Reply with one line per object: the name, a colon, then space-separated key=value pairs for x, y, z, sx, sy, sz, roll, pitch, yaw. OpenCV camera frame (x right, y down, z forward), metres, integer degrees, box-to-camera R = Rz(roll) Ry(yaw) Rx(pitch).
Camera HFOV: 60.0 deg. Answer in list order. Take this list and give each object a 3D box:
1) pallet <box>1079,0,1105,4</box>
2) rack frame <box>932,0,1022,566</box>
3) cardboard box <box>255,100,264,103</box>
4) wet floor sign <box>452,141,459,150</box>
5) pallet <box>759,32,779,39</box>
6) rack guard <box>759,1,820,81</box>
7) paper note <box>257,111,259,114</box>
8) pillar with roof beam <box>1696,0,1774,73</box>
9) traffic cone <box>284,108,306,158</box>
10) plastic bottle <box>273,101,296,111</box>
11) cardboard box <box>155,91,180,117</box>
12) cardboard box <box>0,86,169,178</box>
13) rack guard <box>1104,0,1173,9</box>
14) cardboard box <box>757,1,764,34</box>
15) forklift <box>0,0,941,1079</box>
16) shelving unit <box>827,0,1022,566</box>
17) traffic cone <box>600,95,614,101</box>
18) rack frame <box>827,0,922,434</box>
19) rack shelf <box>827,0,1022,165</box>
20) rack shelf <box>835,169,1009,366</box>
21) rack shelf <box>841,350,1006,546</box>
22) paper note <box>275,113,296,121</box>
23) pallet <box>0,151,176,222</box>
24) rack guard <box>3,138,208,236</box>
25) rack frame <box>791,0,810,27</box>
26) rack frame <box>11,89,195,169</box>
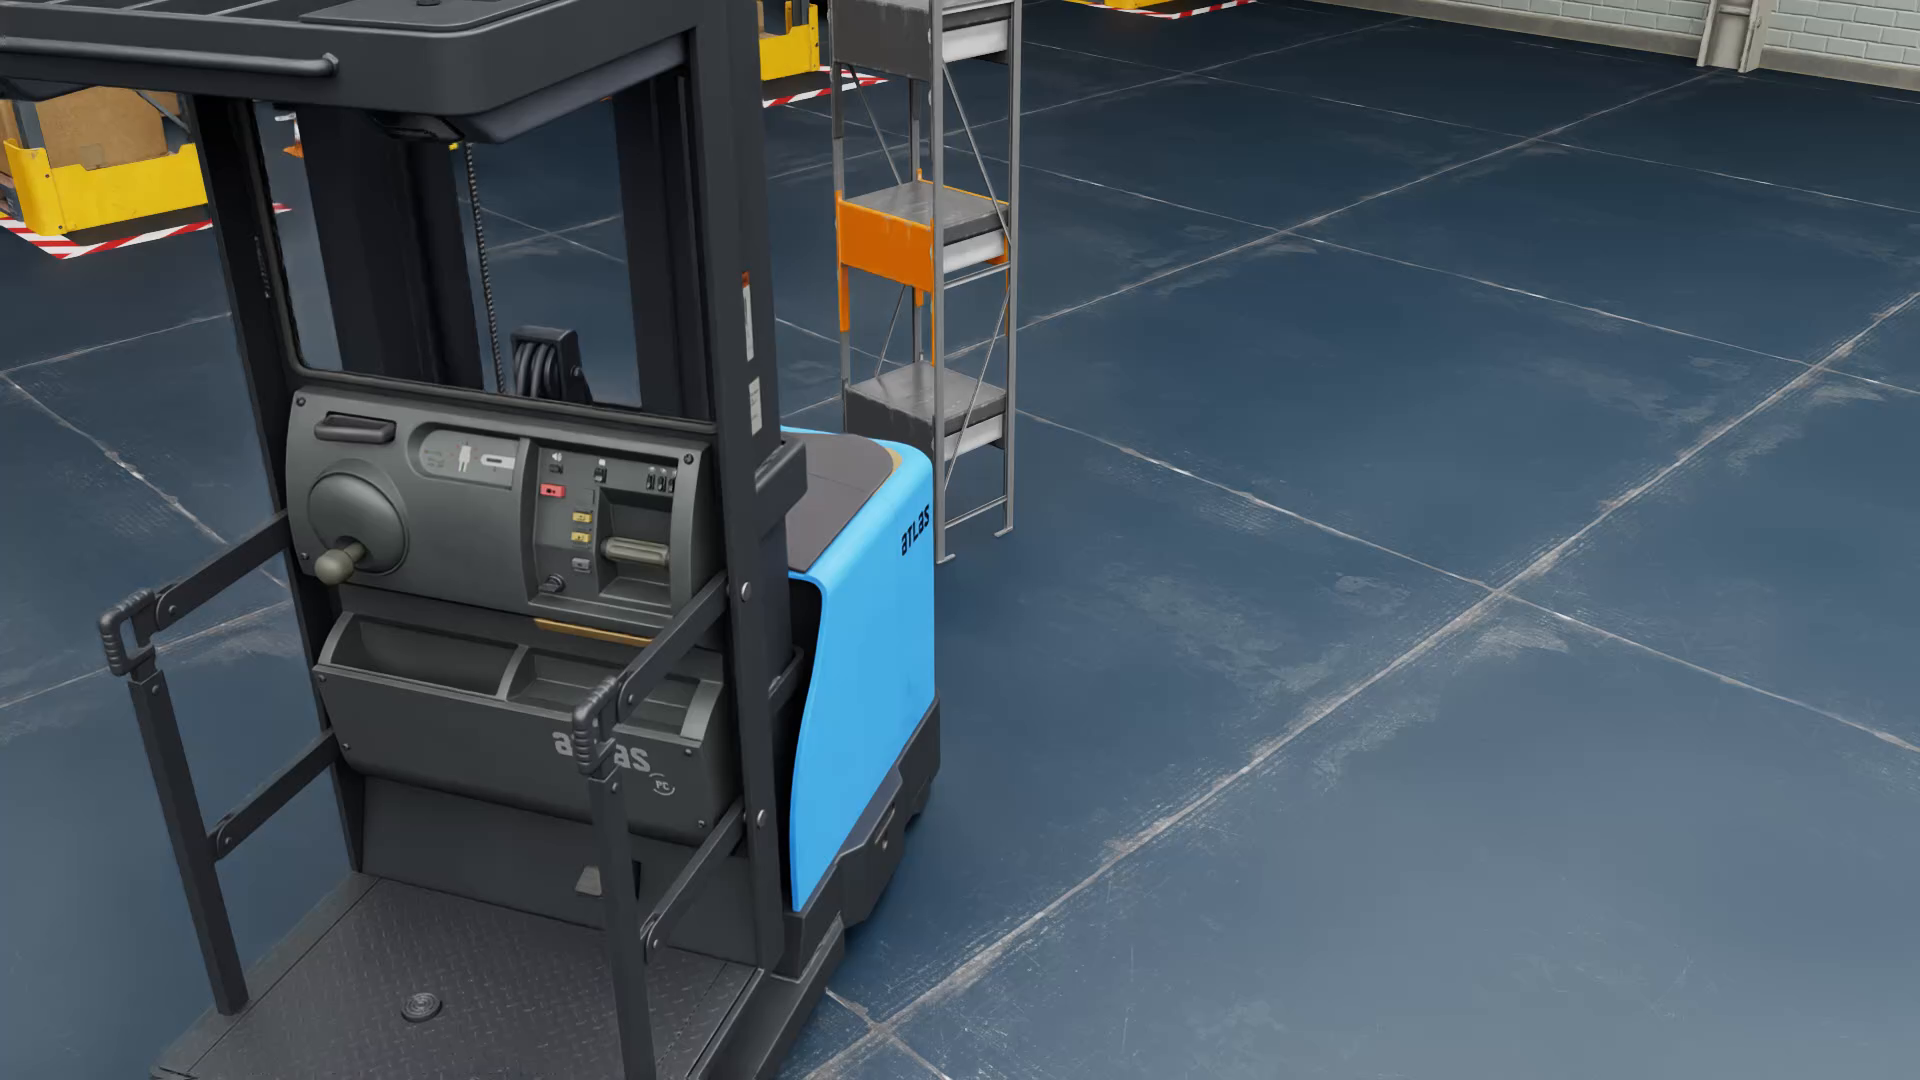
pallet: x=1.310 y=-5.648 z=16.765 sx=1.213 sy=0.211 sz=1.003 roll=25 pitch=36 yaw=38
rack frame: x=0.056 y=-0.904 z=5.713 sx=0.015 sy=2.100 sz=0.400 roll=25 pitch=36 yaw=38
cardboard box: x=-5.326 y=-3.468 z=12.560 sx=0.396 sy=0.266 sz=0.258 roll=-18 pitch=33 yaw=-31
wet floor sign: x=-3.582 y=-2.928 z=11.126 sx=0.232 sy=0.644 sz=0.267 roll=18 pitch=33 yaw=30
pallet: x=-2.201 y=-4.066 z=13.755 sx=1.213 sy=0.211 sz=1.003 roll=25 pitch=36 yaw=38
rack guard: x=-1.646 y=-3.917 z=13.162 sx=0.348 sy=0.500 sz=1.175 roll=25 pitch=36 yaw=38
paper note: x=-5.168 y=-3.138 z=12.207 sx=0.032 sy=0.001 sz=0.123 roll=-7 pitch=29 yaw=-14
pillar with roof beam: x=3.281 y=-6.442 z=8.832 sx=0.400 sy=9.000 sz=9.100 roll=25 pitch=36 yaw=38
traffic cone: x=-4.374 y=-2.844 z=11.162 sx=0.334 sy=0.463 sz=0.336 roll=25 pitch=36 yaw=38
plastic bottle: x=-4.993 y=-3.238 z=12.343 sx=0.283 sy=0.061 sz=0.133 roll=12 pitch=30 yaw=22
cardboard box: x=-6.016 y=-3.357 z=12.094 sx=0.500 sy=0.500 sz=0.500 roll=-18 pitch=33 yaw=-31
cardboard box: x=-5.520 y=-2.767 z=10.122 sx=0.875 sy=0.875 sz=0.875 roll=25 pitch=37 yaw=39
rack guard: x=1.902 y=-5.533 z=16.235 sx=0.348 sy=0.500 sz=1.175 roll=25 pitch=36 yaw=38
cardboard box: x=-1.974 y=-4.322 z=13.750 sx=0.500 sy=0.250 sz=0.500 roll=24 pitch=36 yaw=38
forklift: x=-1.007 y=-0.021 z=3.140 sx=1.130 sy=2.935 sz=3.031 roll=9 pitch=29 yaw=16
shelving unit: x=-0.118 y=-0.983 z=5.864 sx=0.503 sy=2.100 sz=0.431 roll=25 pitch=36 yaw=38
traffic cone: x=-2.803 y=-3.588 z=12.576 sx=0.334 sy=0.463 sz=0.336 roll=25 pitch=36 yaw=38
rack frame: x=-0.292 y=-1.063 z=6.015 sx=0.015 sy=2.100 sz=0.400 roll=25 pitch=36 yaw=38
rack shelf: x=-0.118 y=-1.591 z=5.545 sx=0.480 sy=0.518 sz=0.431 roll=25 pitch=36 yaw=38
rack shelf: x=-0.118 y=-0.971 z=5.870 sx=0.480 sy=0.518 sz=0.431 roll=25 pitch=36 yaw=38
rack shelf: x=-0.118 y=-0.352 z=6.196 sx=0.480 sy=0.518 sz=0.431 roll=25 pitch=36 yaw=38
paper note: x=-4.889 y=-3.069 z=12.056 sx=0.144 sy=0.017 sz=0.142 roll=-13 pitch=30 yaw=-22
pallet: x=-5.616 y=-2.323 z=10.442 sx=1.213 sy=0.211 sz=1.003 roll=25 pitch=36 yaw=38
rack guard: x=-4.973 y=-2.208 z=9.913 sx=0.348 sy=0.500 sz=1.175 roll=25 pitch=36 yaw=38
rack frame: x=-1.592 y=-4.998 z=12.533 sx=0.127 sy=3.000 sz=1.000 roll=25 pitch=36 yaw=38
rack frame: x=-4.991 y=-3.323 z=9.346 sx=0.127 sy=3.000 sz=1.000 roll=25 pitch=36 yaw=38
